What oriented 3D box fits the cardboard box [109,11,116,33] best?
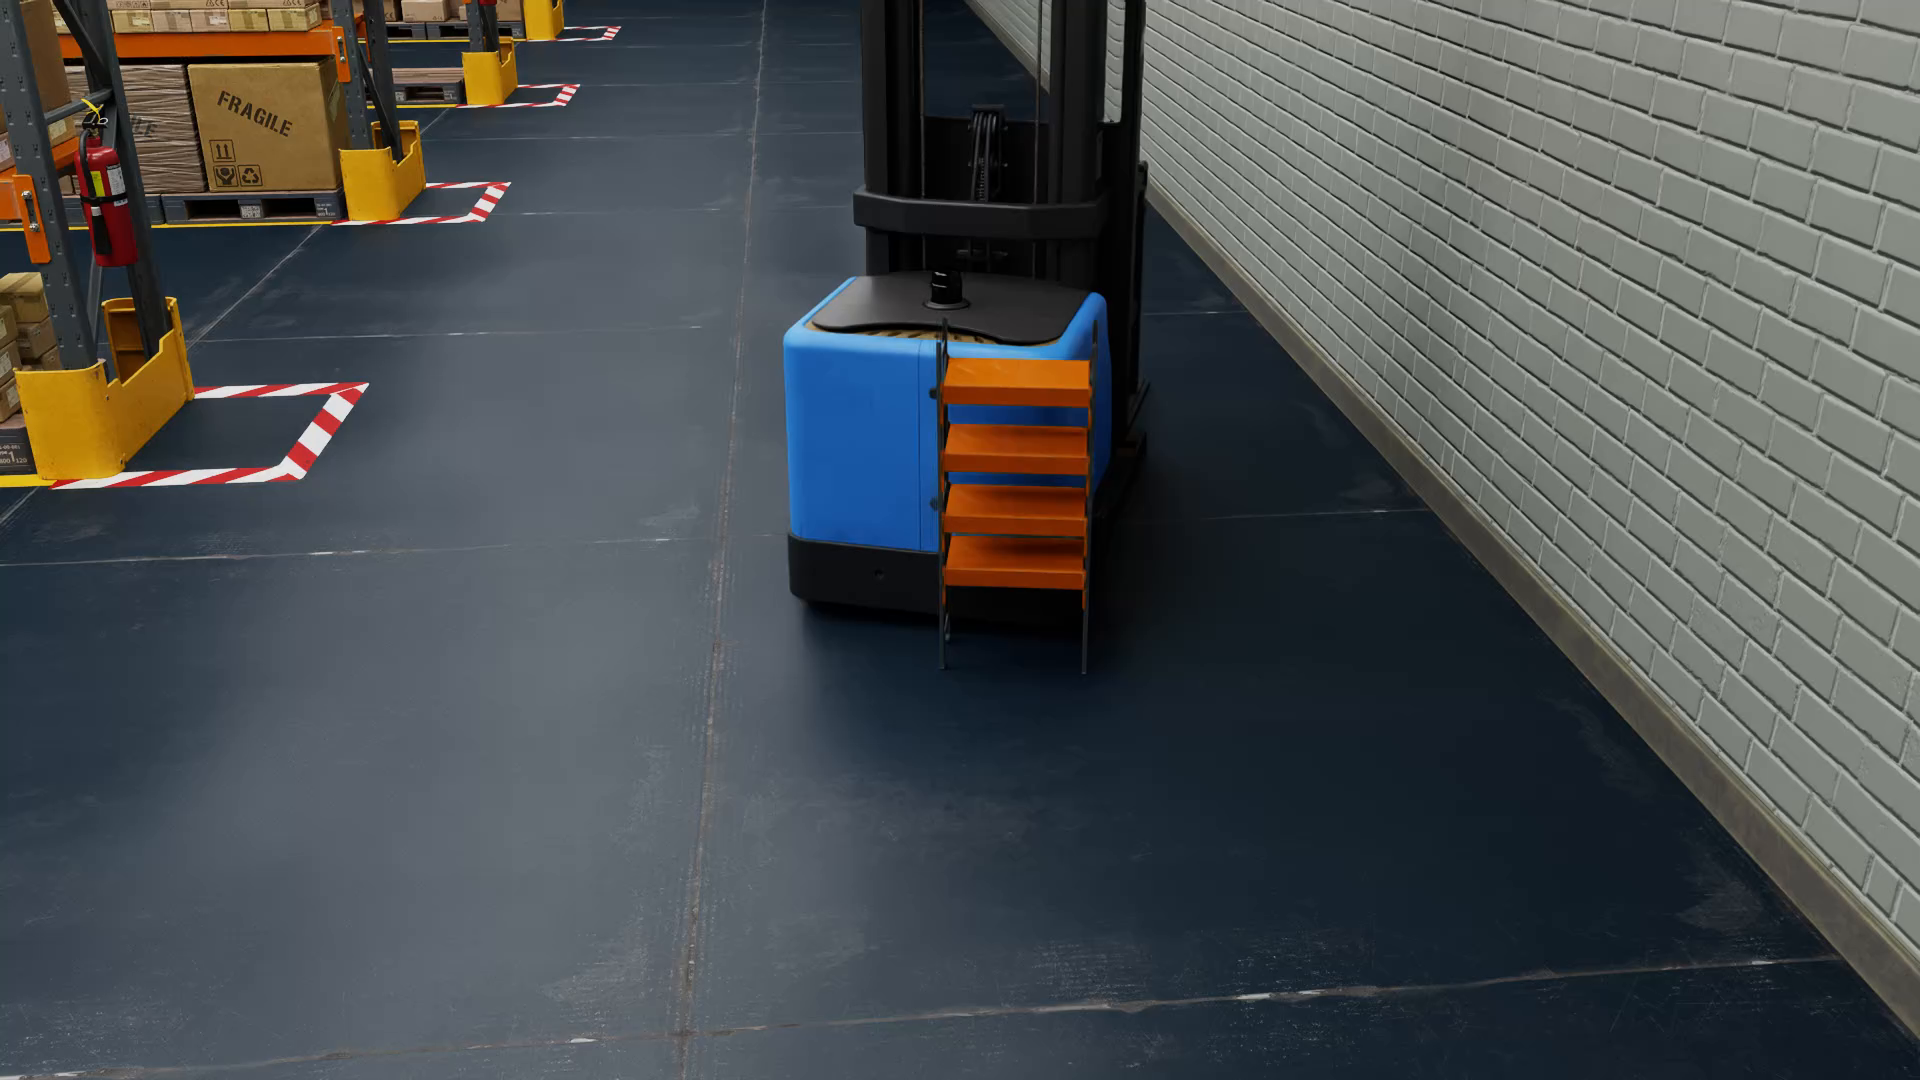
[{"bbox_3d":[-5.880,-3.571,11.401,0.250,0.149,0.380,-2,24,-5],"label":"cardboard box"}]

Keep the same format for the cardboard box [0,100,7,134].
[{"bbox_3d":[-4.318,-1.936,6.924,0.500,0.500,0.500,-2,24,-4],"label":"cardboard box"}]

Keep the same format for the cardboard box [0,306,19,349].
[{"bbox_3d":[-4.398,-0.914,7.374,0.250,0.149,0.380,-2,24,-5],"label":"cardboard box"}]

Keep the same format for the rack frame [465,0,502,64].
[{"bbox_3d":[-4.770,-5.888,16.303,0.127,3.000,1.000,-2,24,-5],"label":"rack frame"}]

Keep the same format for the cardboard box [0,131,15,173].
[{"bbox_3d":[-4.193,-1.635,7.044,0.250,0.149,0.380,-2,24,-5],"label":"cardboard box"}]

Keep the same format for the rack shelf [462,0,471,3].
[{"bbox_3d":[-6.760,-5.479,16.269,4.000,0.370,1.077,-2,24,-5],"label":"rack shelf"}]

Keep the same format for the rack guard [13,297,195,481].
[{"bbox_3d":[-3.972,-0.731,7.780,0.348,0.500,1.175,-2,24,-5],"label":"rack guard"}]

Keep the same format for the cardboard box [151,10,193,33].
[{"bbox_3d":[-5.363,-3.593,11.450,0.250,0.149,0.380,-2,24,-4],"label":"cardboard box"}]

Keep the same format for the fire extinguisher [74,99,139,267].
[{"bbox_3d":[-3.600,-1.494,6.974,0.183,0.674,0.296,-2,24,-5],"label":"fire extinguisher"}]

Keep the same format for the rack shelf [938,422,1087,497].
[{"bbox_3d":[0.181,-0.267,5.480,0.480,0.148,0.258,2,26,6],"label":"rack shelf"}]

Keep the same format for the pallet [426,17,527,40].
[{"bbox_3d":[-6.122,-6.580,21.295,1.213,0.211,1.003,-2,24,-5],"label":"pallet"}]

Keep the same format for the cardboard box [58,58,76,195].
[{"bbox_3d":[-6.704,-2.977,11.853,0.875,0.875,0.875,-2,24,-5],"label":"cardboard box"}]

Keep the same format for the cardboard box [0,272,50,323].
[{"bbox_3d":[-4.451,-1.154,7.914,0.250,0.149,0.380,-3,24,-8],"label":"cardboard box"}]

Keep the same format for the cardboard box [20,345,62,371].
[{"bbox_3d":[-4.449,-0.874,8.017,0.250,0.149,0.380,-2,24,-4],"label":"cardboard box"}]

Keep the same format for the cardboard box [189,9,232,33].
[{"bbox_3d":[-5.115,-3.603,11.472,0.250,0.149,0.380,-2,24,-5],"label":"cardboard box"}]

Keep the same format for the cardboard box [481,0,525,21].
[{"bbox_3d":[-5.770,-6.827,20.953,0.500,0.500,0.500,-2,24,-5],"label":"cardboard box"}]

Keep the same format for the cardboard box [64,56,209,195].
[{"bbox_3d":[-5.818,-3.012,11.933,0.875,0.875,0.875,-2,24,-5],"label":"cardboard box"}]

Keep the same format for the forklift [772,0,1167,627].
[{"bbox_3d":[0.263,-1.603,6.748,1.130,2.935,3.031,7,25,16],"label":"forklift"}]

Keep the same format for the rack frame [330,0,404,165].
[{"bbox_3d":[-4.283,-3.886,11.799,0.127,3.000,1.000,-2,24,-5],"label":"rack frame"}]

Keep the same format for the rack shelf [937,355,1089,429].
[{"bbox_3d":[0.181,-0.481,5.378,0.480,0.148,0.258,2,26,6],"label":"rack shelf"}]

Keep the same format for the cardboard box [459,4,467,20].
[{"bbox_3d":[-6.182,-6.695,21.066,0.250,0.166,0.380,-2,24,-5],"label":"cardboard box"}]

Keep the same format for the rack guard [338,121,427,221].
[{"bbox_3d":[-4.259,-2.744,12.309,0.348,0.500,1.175,-2,24,-5],"label":"rack guard"}]

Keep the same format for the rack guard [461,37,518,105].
[{"bbox_3d":[-4.747,-4.751,16.824,0.348,0.500,1.175,-2,24,-5],"label":"rack guard"}]

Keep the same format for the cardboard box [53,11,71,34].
[{"bbox_3d":[-6.126,-3.563,11.381,0.250,0.149,0.380,-2,24,-4],"label":"cardboard box"}]

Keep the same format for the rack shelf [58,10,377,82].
[{"bbox_3d":[-6.274,-3.477,11.765,4.000,0.370,1.077,-2,24,-5],"label":"rack shelf"}]

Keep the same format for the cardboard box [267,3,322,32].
[{"bbox_3d":[-4.605,-3.623,11.518,0.250,0.149,0.380,-2,24,-4],"label":"cardboard box"}]

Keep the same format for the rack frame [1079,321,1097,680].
[{"bbox_3d":[0.424,-0.116,5.524,0.015,1.200,0.240,2,26,6],"label":"rack frame"}]

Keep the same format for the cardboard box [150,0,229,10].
[{"bbox_3d":[-5.244,-3.806,11.439,0.500,0.250,0.500,-3,24,-6],"label":"cardboard box"}]

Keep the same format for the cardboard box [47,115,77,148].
[{"bbox_3d":[-4.251,-1.881,7.599,0.250,0.149,0.380,-2,24,-6],"label":"cardboard box"}]

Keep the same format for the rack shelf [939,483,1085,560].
[{"bbox_3d":[0.182,-0.065,5.577,0.480,0.148,0.258,2,26,6],"label":"rack shelf"}]

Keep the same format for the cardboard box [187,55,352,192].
[{"bbox_3d":[-4.912,-3.049,12.015,0.875,0.875,0.875,-2,24,-5],"label":"cardboard box"}]

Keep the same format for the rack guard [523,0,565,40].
[{"bbox_3d":[-5.329,-6.745,21.309,0.348,0.500,1.175,-2,24,-5],"label":"rack guard"}]

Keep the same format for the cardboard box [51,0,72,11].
[{"bbox_3d":[-6.269,-3.763,11.342,0.500,0.250,0.500,-2,24,-5],"label":"cardboard box"}]

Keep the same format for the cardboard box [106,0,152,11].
[{"bbox_3d":[-5.751,-3.786,11.393,0.500,0.250,0.500,-3,24,-7],"label":"cardboard box"}]

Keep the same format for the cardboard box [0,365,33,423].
[{"bbox_3d":[-4.400,-0.661,7.536,0.250,0.149,0.380,-2,24,-4],"label":"cardboard box"}]

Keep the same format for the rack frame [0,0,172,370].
[{"bbox_3d":[-3.896,-1.877,7.279,0.127,3.000,1.000,-2,24,-5],"label":"rack frame"}]

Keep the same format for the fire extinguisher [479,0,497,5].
[{"bbox_3d":[-4.575,-5.504,15.995,0.183,0.674,0.296,-2,24,-5],"label":"fire extinguisher"}]

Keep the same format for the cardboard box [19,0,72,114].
[{"bbox_3d":[-4.370,-2.152,7.409,0.500,0.500,0.500,-1,24,-3],"label":"cardboard box"}]

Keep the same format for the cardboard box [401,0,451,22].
[{"bbox_3d":[-6.718,-6.687,20.946,0.500,0.250,0.500,-2,24,-5],"label":"cardboard box"}]

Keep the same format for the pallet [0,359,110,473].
[{"bbox_3d":[-4.784,-0.581,7.798,1.213,0.211,1.003,-2,24,-5],"label":"pallet"}]

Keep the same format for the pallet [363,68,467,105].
[{"bbox_3d":[-5.595,-4.596,16.830,1.213,0.211,1.003,-2,24,-5],"label":"pallet"}]

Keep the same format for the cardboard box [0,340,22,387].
[{"bbox_3d":[-4.393,-0.765,7.406,0.250,0.149,0.380,-3,24,-7],"label":"cardboard box"}]

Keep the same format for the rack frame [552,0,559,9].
[{"bbox_3d":[-5.253,-7.890,20.808,0.127,3.000,1.000,-2,24,-5],"label":"rack frame"}]

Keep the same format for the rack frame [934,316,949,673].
[{"bbox_3d":[-0.061,-0.137,5.571,0.015,1.200,0.240,2,26,6],"label":"rack frame"}]

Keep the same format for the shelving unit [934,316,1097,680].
[{"bbox_3d":[0.182,-0.126,5.548,0.503,1.200,0.258,2,26,6],"label":"shelving unit"}]

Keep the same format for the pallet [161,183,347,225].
[{"bbox_3d":[-5.071,-2.548,12.222,1.213,0.211,1.003,-2,24,-5],"label":"pallet"}]

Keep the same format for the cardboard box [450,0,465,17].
[{"bbox_3d":[-6.320,-6.907,21.441,0.500,0.250,0.500,-2,24,-5],"label":"cardboard box"}]

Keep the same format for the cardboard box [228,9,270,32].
[{"bbox_3d":[-4.864,-3.612,11.493,0.250,0.149,0.380,-2,24,-5],"label":"cardboard box"}]

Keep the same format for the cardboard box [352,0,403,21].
[{"bbox_3d":[-7.365,-6.867,21.039,0.637,0.503,0.797,-2,24,-5],"label":"cardboard box"}]

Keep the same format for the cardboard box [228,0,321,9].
[{"bbox_3d":[-4.739,-3.826,11.484,0.500,0.250,0.500,-3,24,-6],"label":"cardboard box"}]

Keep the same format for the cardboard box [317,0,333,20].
[{"bbox_3d":[-4.669,-3.890,12.118,0.250,0.149,0.380,-2,24,-5],"label":"cardboard box"}]

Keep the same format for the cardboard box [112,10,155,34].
[{"bbox_3d":[-5.621,-3.582,11.425,0.250,0.149,0.380,-3,24,-6],"label":"cardboard box"}]

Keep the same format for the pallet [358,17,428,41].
[{"bbox_3d":[-7.333,-6.533,21.188,1.213,0.211,1.003,-2,24,-5],"label":"pallet"}]

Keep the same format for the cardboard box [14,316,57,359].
[{"bbox_3d":[-4.443,-0.985,7.899,0.250,0.149,0.380,-1,24,-3],"label":"cardboard box"}]

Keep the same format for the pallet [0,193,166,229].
[{"bbox_3d":[-6.283,-2.500,12.115,1.213,0.211,1.003,-2,24,-5],"label":"pallet"}]

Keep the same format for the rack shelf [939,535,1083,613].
[{"bbox_3d":[0.183,0.114,5.662,0.480,0.148,0.258,2,26,6],"label":"rack shelf"}]

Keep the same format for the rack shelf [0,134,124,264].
[{"bbox_3d":[-5.887,-1.468,7.246,4.000,0.370,1.077,-2,24,-5],"label":"rack shelf"}]
